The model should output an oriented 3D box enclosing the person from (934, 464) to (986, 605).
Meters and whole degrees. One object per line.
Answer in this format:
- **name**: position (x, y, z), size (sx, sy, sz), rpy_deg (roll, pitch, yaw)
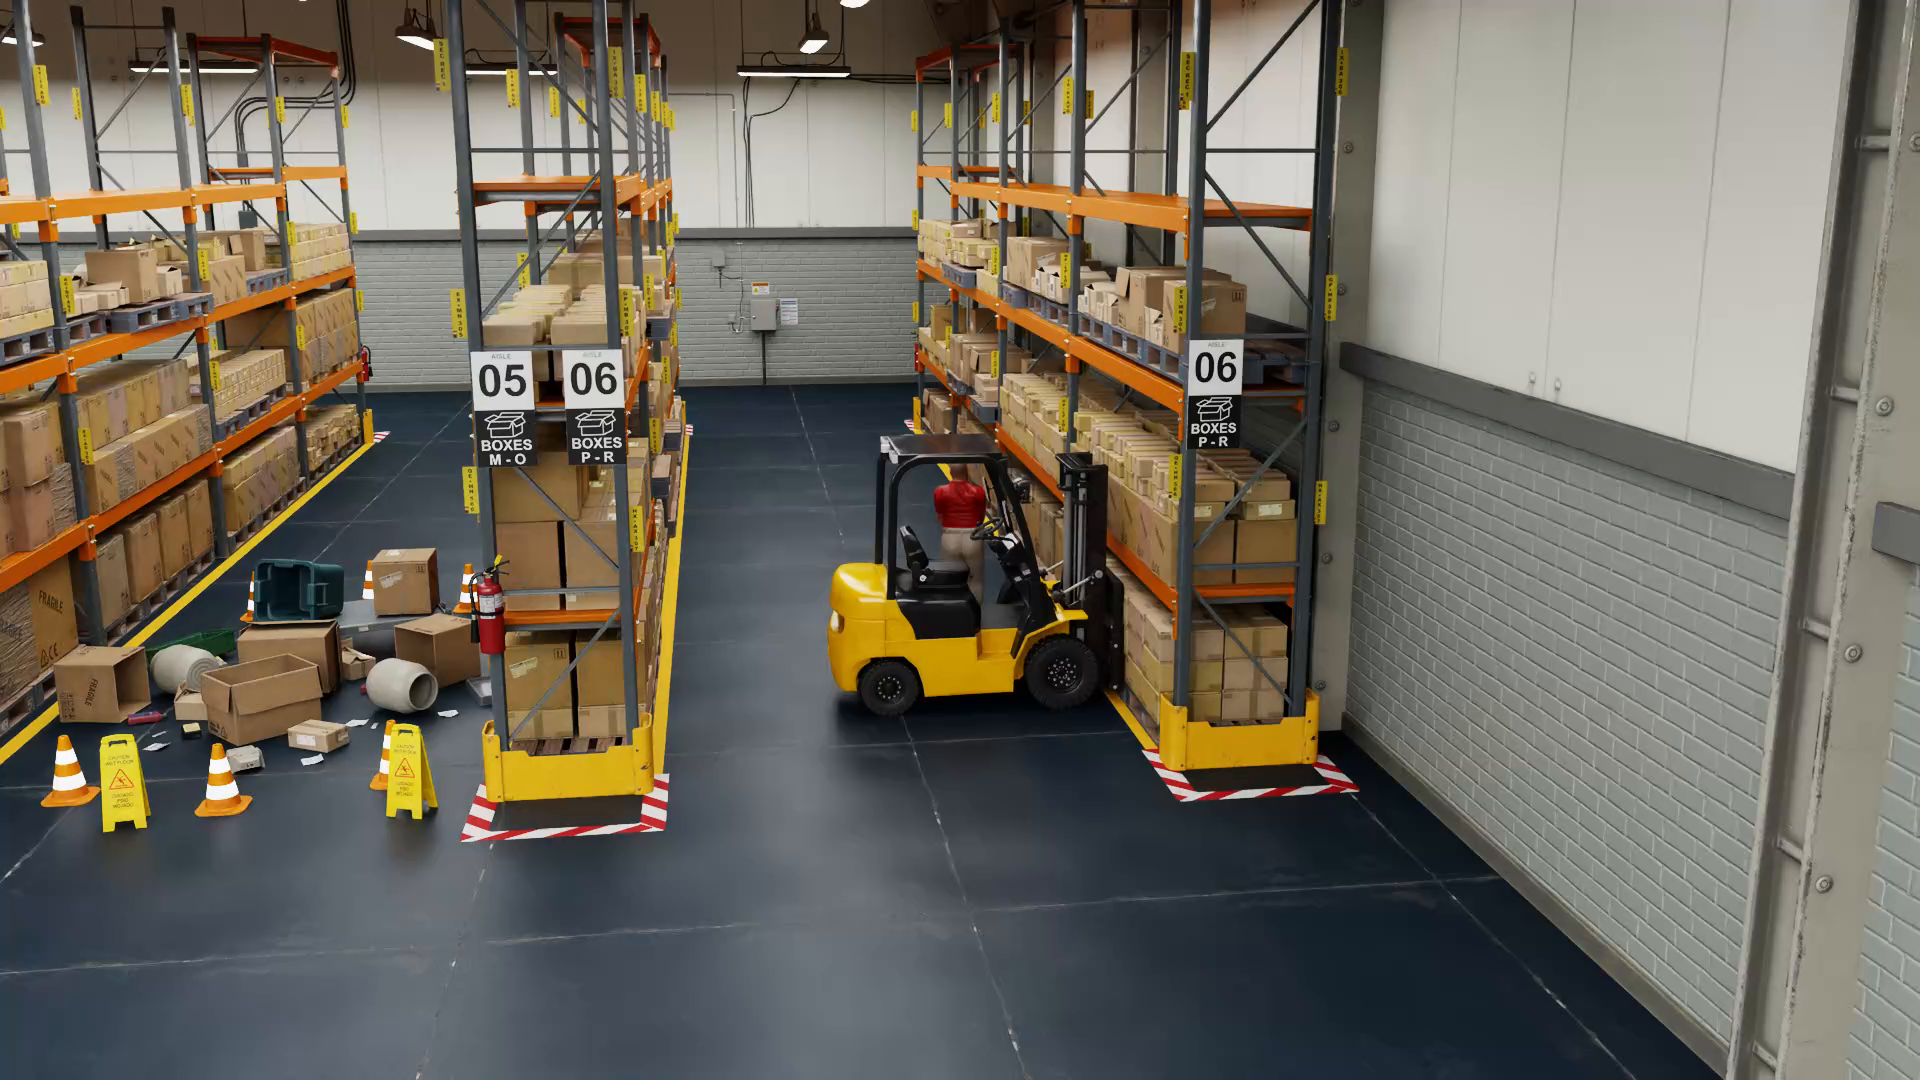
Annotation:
- **person**: position (0.003, 0.034, 15.891), size (0.496, 1.715, 0.530), rpy_deg (0, 13, 2)
